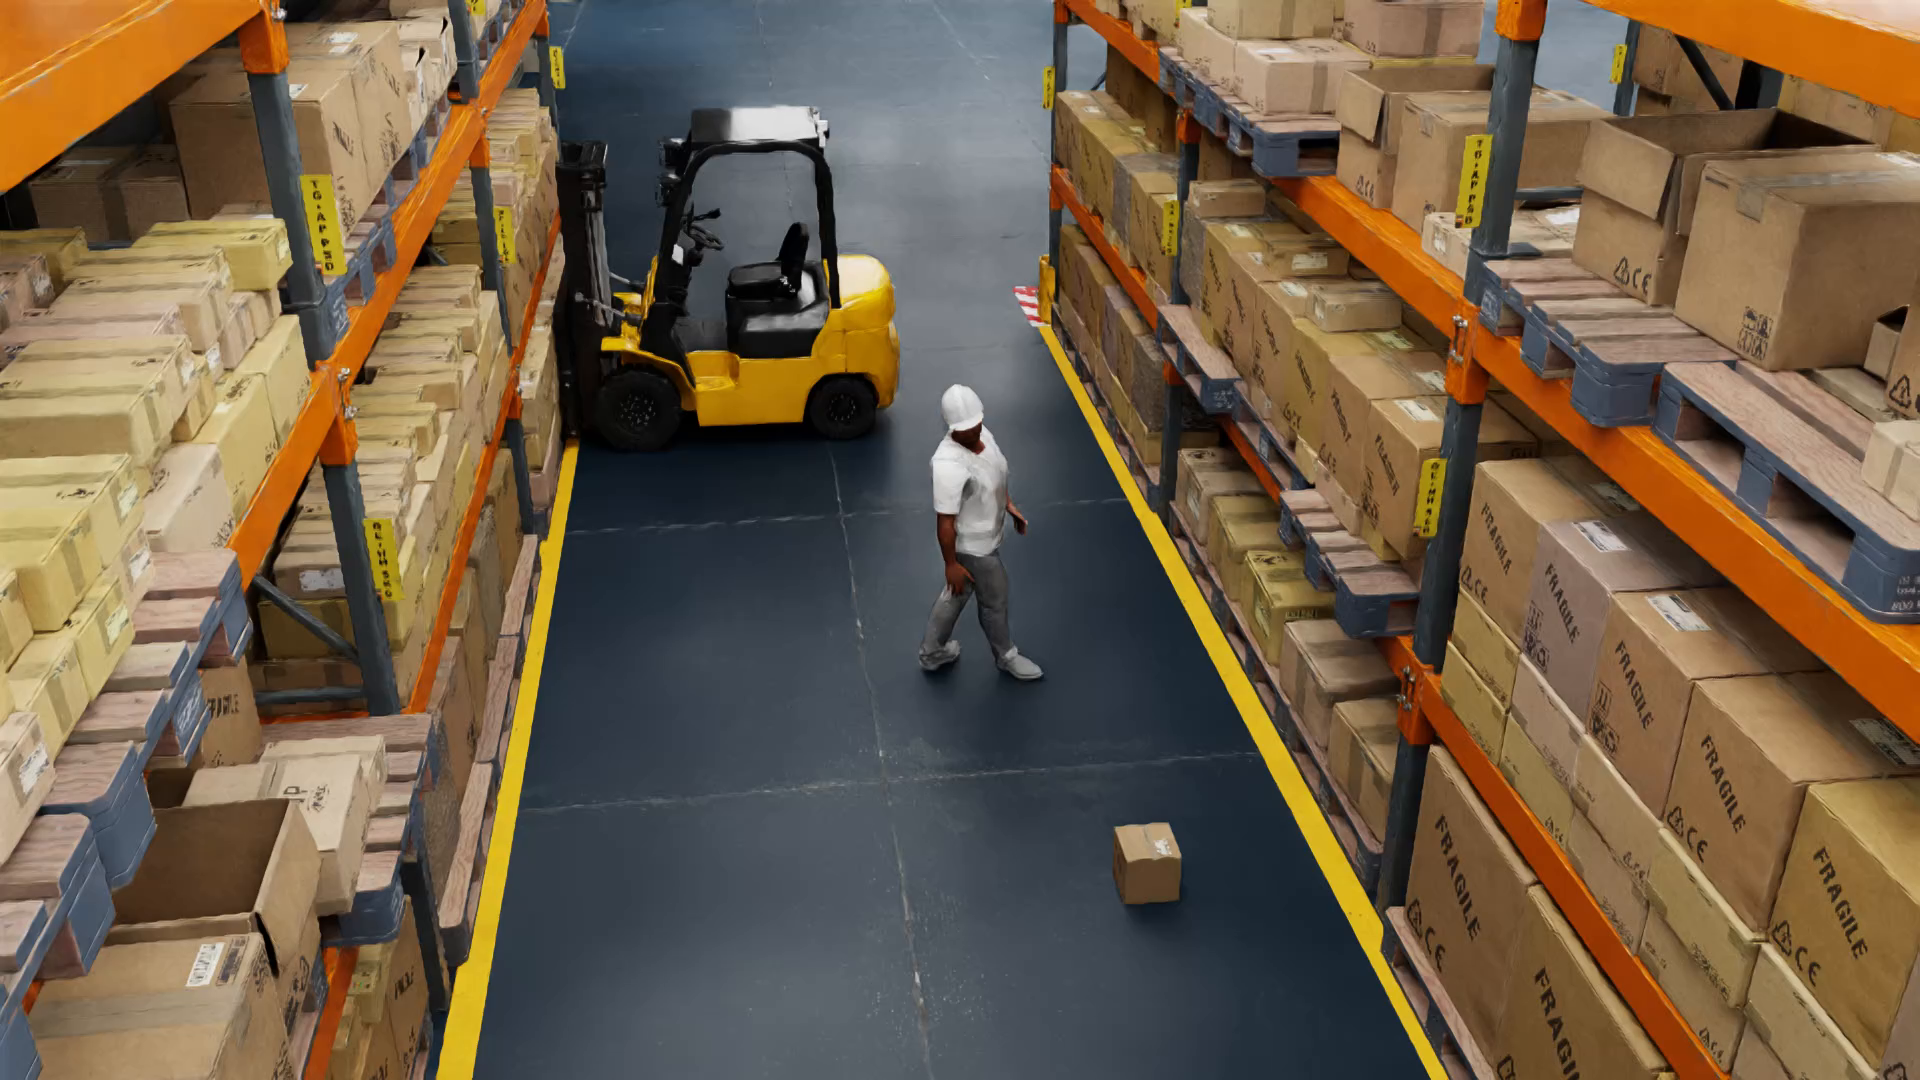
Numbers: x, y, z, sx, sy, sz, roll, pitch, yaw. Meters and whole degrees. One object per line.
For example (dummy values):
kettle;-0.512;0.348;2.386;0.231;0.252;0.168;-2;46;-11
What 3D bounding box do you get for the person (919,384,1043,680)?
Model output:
person;0.110;-0.022;8.653;0.679;1.737;0.613;2;27;4
